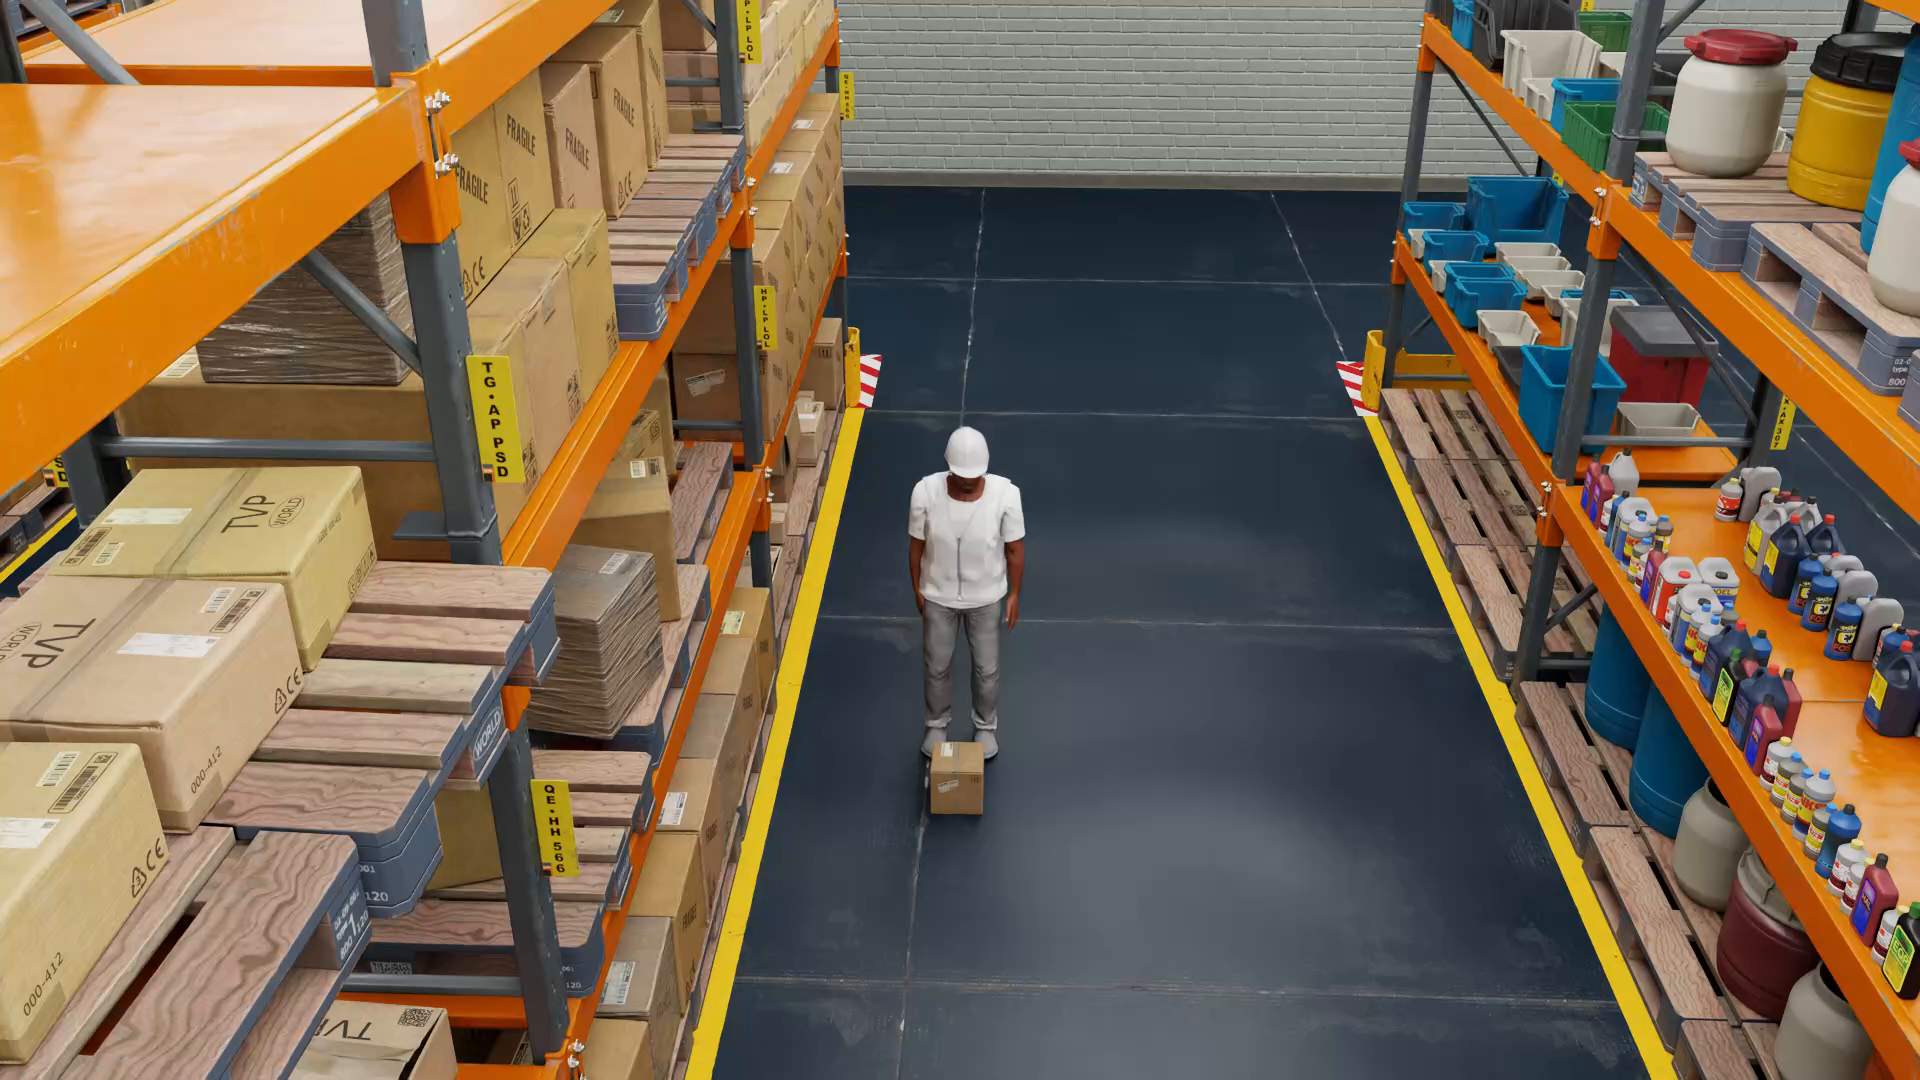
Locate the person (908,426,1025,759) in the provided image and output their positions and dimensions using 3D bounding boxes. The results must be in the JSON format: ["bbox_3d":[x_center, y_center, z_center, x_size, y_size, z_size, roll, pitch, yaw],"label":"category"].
[{"bbox_3d":[0.029,0.258,8.109,0.568,1.760,0.367,2,28,4],"label":"person"}]
